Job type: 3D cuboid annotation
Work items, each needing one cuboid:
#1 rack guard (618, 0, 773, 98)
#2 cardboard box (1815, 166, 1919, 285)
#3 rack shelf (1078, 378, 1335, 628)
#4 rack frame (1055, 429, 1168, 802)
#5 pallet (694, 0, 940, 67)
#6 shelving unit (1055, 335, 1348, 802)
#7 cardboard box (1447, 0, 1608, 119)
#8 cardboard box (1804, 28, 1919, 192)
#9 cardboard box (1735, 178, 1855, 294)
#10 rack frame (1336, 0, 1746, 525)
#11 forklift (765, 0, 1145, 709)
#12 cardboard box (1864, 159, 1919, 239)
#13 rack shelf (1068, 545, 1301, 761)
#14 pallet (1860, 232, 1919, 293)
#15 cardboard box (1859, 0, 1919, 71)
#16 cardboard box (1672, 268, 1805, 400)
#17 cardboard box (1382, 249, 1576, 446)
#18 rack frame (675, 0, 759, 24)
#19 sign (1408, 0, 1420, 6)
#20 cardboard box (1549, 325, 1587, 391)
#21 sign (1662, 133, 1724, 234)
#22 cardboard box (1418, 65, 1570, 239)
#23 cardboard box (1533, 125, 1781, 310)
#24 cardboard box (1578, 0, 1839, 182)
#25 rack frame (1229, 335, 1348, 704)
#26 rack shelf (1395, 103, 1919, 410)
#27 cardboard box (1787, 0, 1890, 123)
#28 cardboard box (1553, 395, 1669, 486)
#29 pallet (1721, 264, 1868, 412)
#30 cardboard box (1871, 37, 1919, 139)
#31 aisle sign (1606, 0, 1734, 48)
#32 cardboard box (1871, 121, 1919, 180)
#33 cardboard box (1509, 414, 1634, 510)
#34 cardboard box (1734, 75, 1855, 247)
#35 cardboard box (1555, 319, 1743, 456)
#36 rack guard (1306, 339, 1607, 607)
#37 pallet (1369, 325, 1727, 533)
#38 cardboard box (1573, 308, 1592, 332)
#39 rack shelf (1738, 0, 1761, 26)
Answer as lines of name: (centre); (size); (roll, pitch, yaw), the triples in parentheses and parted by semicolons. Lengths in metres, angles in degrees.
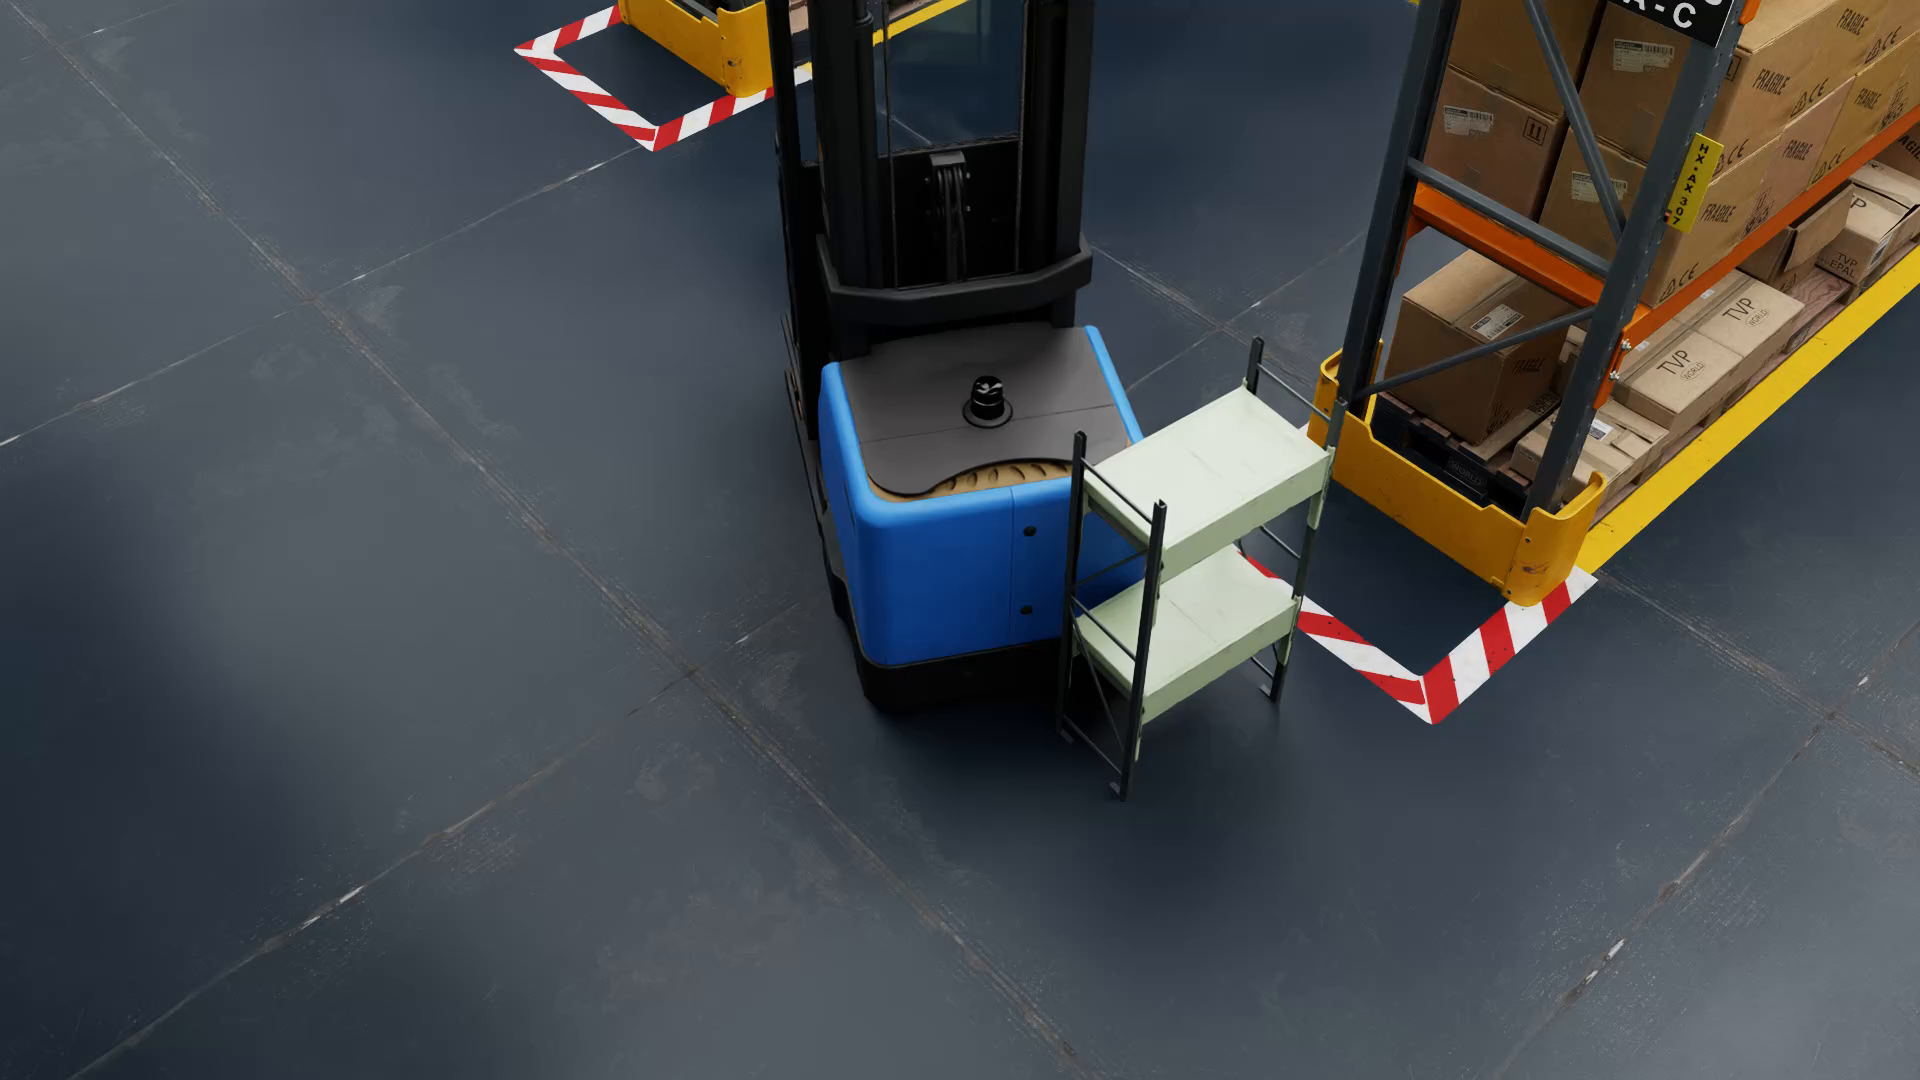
rack guard: (-1.446, -2.929, 9.112); (0.348, 0.500, 1.175); (-34, 56, -27)
cardboard box: (4.067, -1.509, 7.631); (0.500, 0.311, 0.500); (-34, 56, -27)
rack shelf: (0.767, -0.129, 5.316); (0.720, 0.370, 0.431); (-28, 53, -24)
rack frame: (0.474, 0.297, 5.455); (0.023, 1.500, 0.400); (-28, 53, -24)
pallet: (-0.800, -3.237, 9.593); (1.213, 0.211, 1.003); (-34, 56, -27)
shelving unit: (0.768, 0.137, 5.602); (0.755, 1.500, 0.431); (-28, 53, -24)
cardboard box: (2.037, -1.843, 5.661); (0.500, 0.500, 0.500); (-34, 56, -27)
cardboard box: (3.150, -1.715, 6.223); (0.500, 0.500, 0.500); (-34, 56, -27)
cardboard box: (3.466, -1.449, 7.445); (0.637, 0.503, 0.797); (-34, 56, -27)
rack frame: (1.893, -1.100, 5.724); (0.127, 3.000, 1.000); (-34, 56, -27)
forklift: (-0.145, -1.481, 6.123); (1.130, 2.935, 3.031); (-9, 48, -8)
cardboard box: (4.385, -1.606, 7.832); (0.250, 0.149, 0.380); (-34, 56, -27)
rack shelf: (0.769, 0.359, 5.841); (0.720, 0.370, 0.431); (-28, 53, -24)
pallet: (4.344, -1.793, 8.261); (1.213, 0.211, 1.003); (-34, 56, -27)
cardboard box: (3.154, -2.056, 5.858); (0.500, 0.500, 0.500); (-33, 55, -27)
cardboard box: (3.226, -0.926, 7.135); (0.500, 0.250, 0.500); (-34, 56, -27)
cardboard box: (2.129, -0.804, 6.853); (0.500, 0.500, 0.500); (-34, 56, -27)
rack frame: (-1.437, -3.796, 8.211); (0.127, 3.000, 1.000); (-34, 56, -27)
sign: (1.534, -1.912, 5.470); (0.005, 0.325, 0.100); (-34, 56, -27)
cardboard box: (2.490, -0.843, 7.115); (0.250, 0.166, 0.380); (-34, 56, -27)
sign: (2.258, -1.099, 5.134); (0.005, 0.325, 0.100); (-34, 56, -27)
cardboard box: (2.041, -1.504, 6.028); (0.500, 0.500, 0.500); (-32, 55, -26)
cardboard box: (2.399, -1.210, 5.758); (0.500, 0.500, 0.500); (-33, 55, -26)
cardboard box: (2.399, -1.549, 5.390); (0.500, 0.500, 0.500); (-32, 55, -26)
rack frame: (1.063, -0.023, 5.750); (0.023, 1.500, 0.400); (-28, 53, -24)
rack shelf: (3.373, -1.845, 6.901); (4.000, 0.370, 1.077); (-34, 56, -27)
cardboard box: (2.780, -1.812, 5.632); (0.500, 0.500, 0.500); (-33, 55, -27)
cardboard box: (2.619, -0.432, 6.736); (0.250, 0.166, 0.380); (-34, 56, -27)
pallet: (3.441, -1.187, 7.702); (1.213, 0.211, 1.003); (-34, 56, -27)
cardboard box: (3.521, -1.961, 6.450); (0.500, 0.500, 0.500); (-33, 55, -27)
aisle sign: (2.040, -1.788, 4.590); (0.004, 0.787, 0.394); (-34, 56, -27)
cardboard box: (4.622, -1.943, 7.904); (0.500, 0.500, 0.500); (-34, 56, -27)
cardboard box: (2.434, -0.303, 6.629); (0.250, 0.149, 0.380); (-34, 56, -27)
cardboard box: (2.777, -1.468, 5.996); (0.500, 0.500, 0.500); (-34, 56, -27)
cardboard box: (2.856, -0.679, 6.907); (0.500, 0.250, 0.500); (-34, 56, -27)
rack guard: (1.949, -0.290, 6.677); (0.348, 0.500, 1.175); (-34, 56, -27)
pallet: (2.538, -0.587, 7.148); (1.213, 0.211, 1.003); (-34, 56, -27)
cardboard box: (2.852, -1.173, 7.363); (0.500, 0.250, 0.500); (-34, 56, -27)
rack shelf: (3.373, -2.862, 5.799); (4.000, 0.370, 1.077); (-34, 56, -27)
